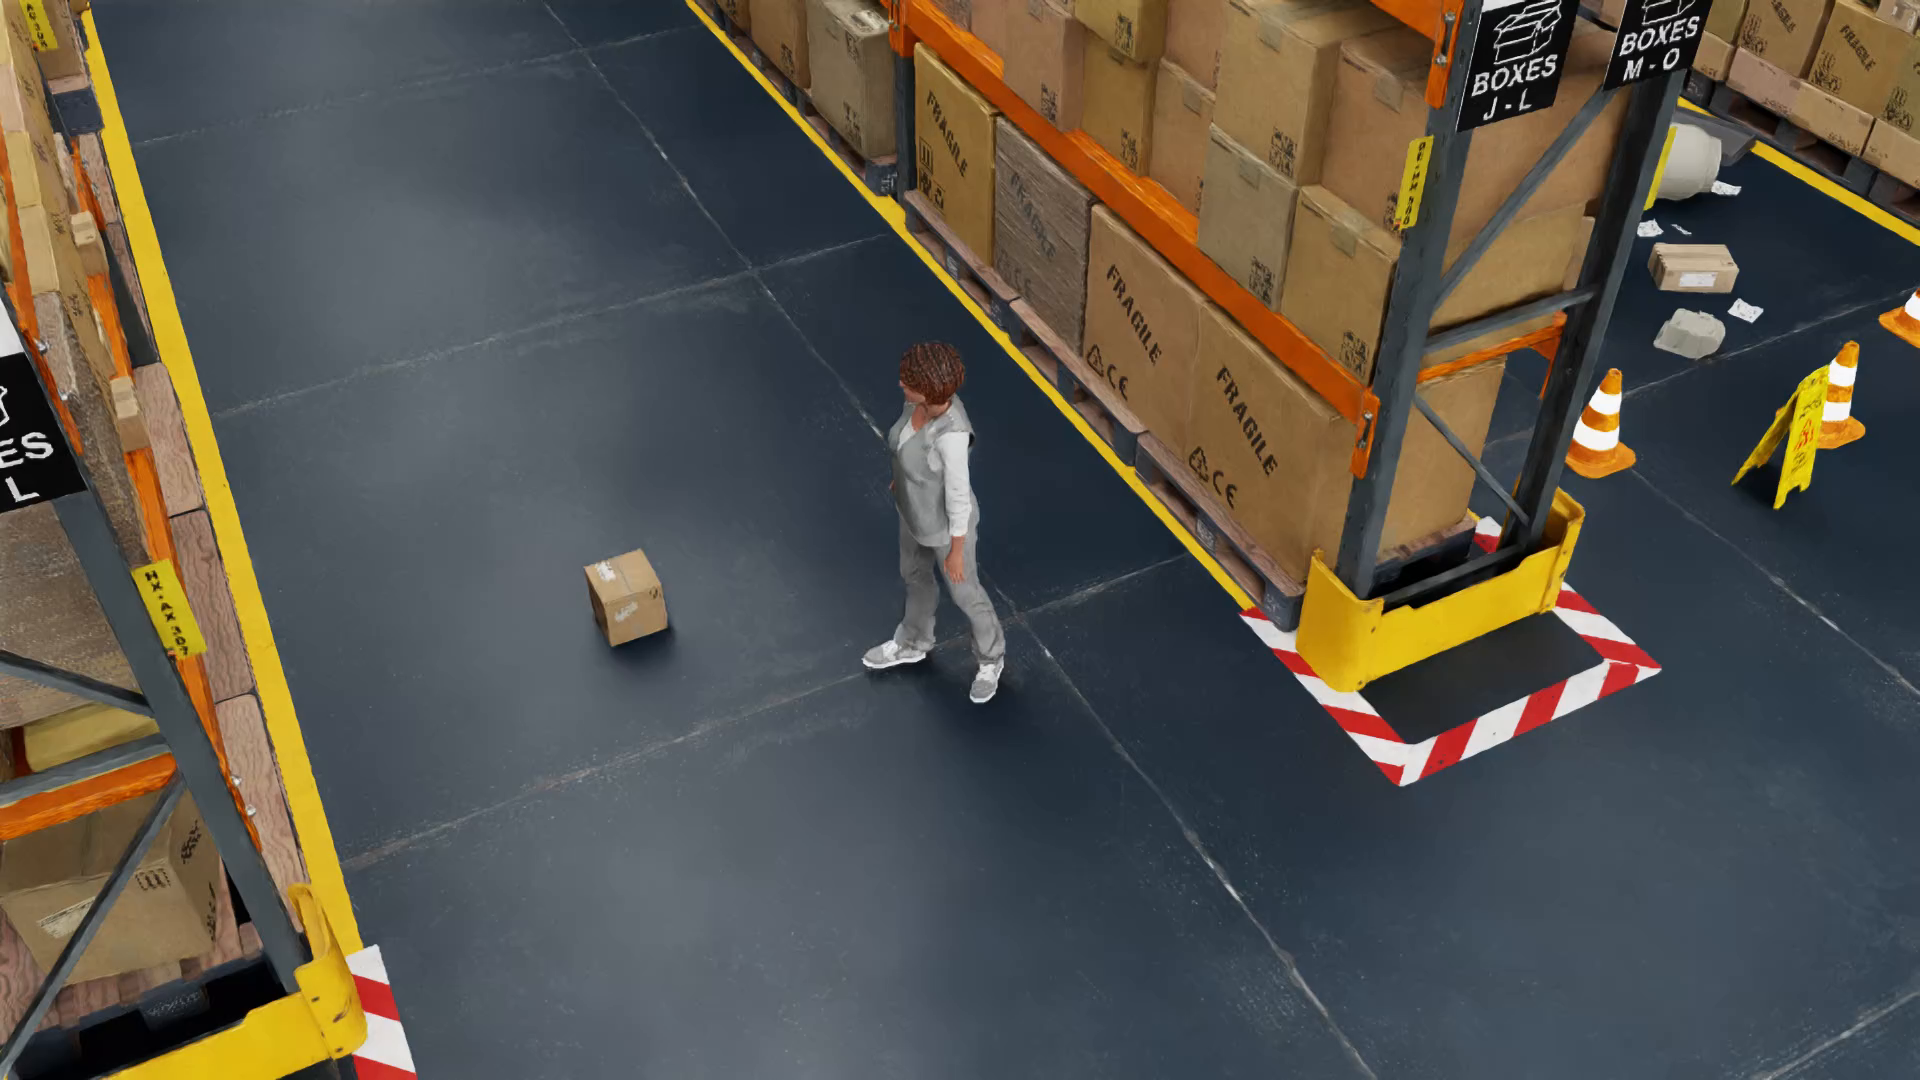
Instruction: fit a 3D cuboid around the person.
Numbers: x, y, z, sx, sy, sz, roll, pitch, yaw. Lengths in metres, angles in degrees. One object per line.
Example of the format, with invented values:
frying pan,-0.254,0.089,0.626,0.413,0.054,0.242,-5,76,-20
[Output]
person,-0.110,-0.088,6.240,0.533,1.587,0.594,-17,45,-18
